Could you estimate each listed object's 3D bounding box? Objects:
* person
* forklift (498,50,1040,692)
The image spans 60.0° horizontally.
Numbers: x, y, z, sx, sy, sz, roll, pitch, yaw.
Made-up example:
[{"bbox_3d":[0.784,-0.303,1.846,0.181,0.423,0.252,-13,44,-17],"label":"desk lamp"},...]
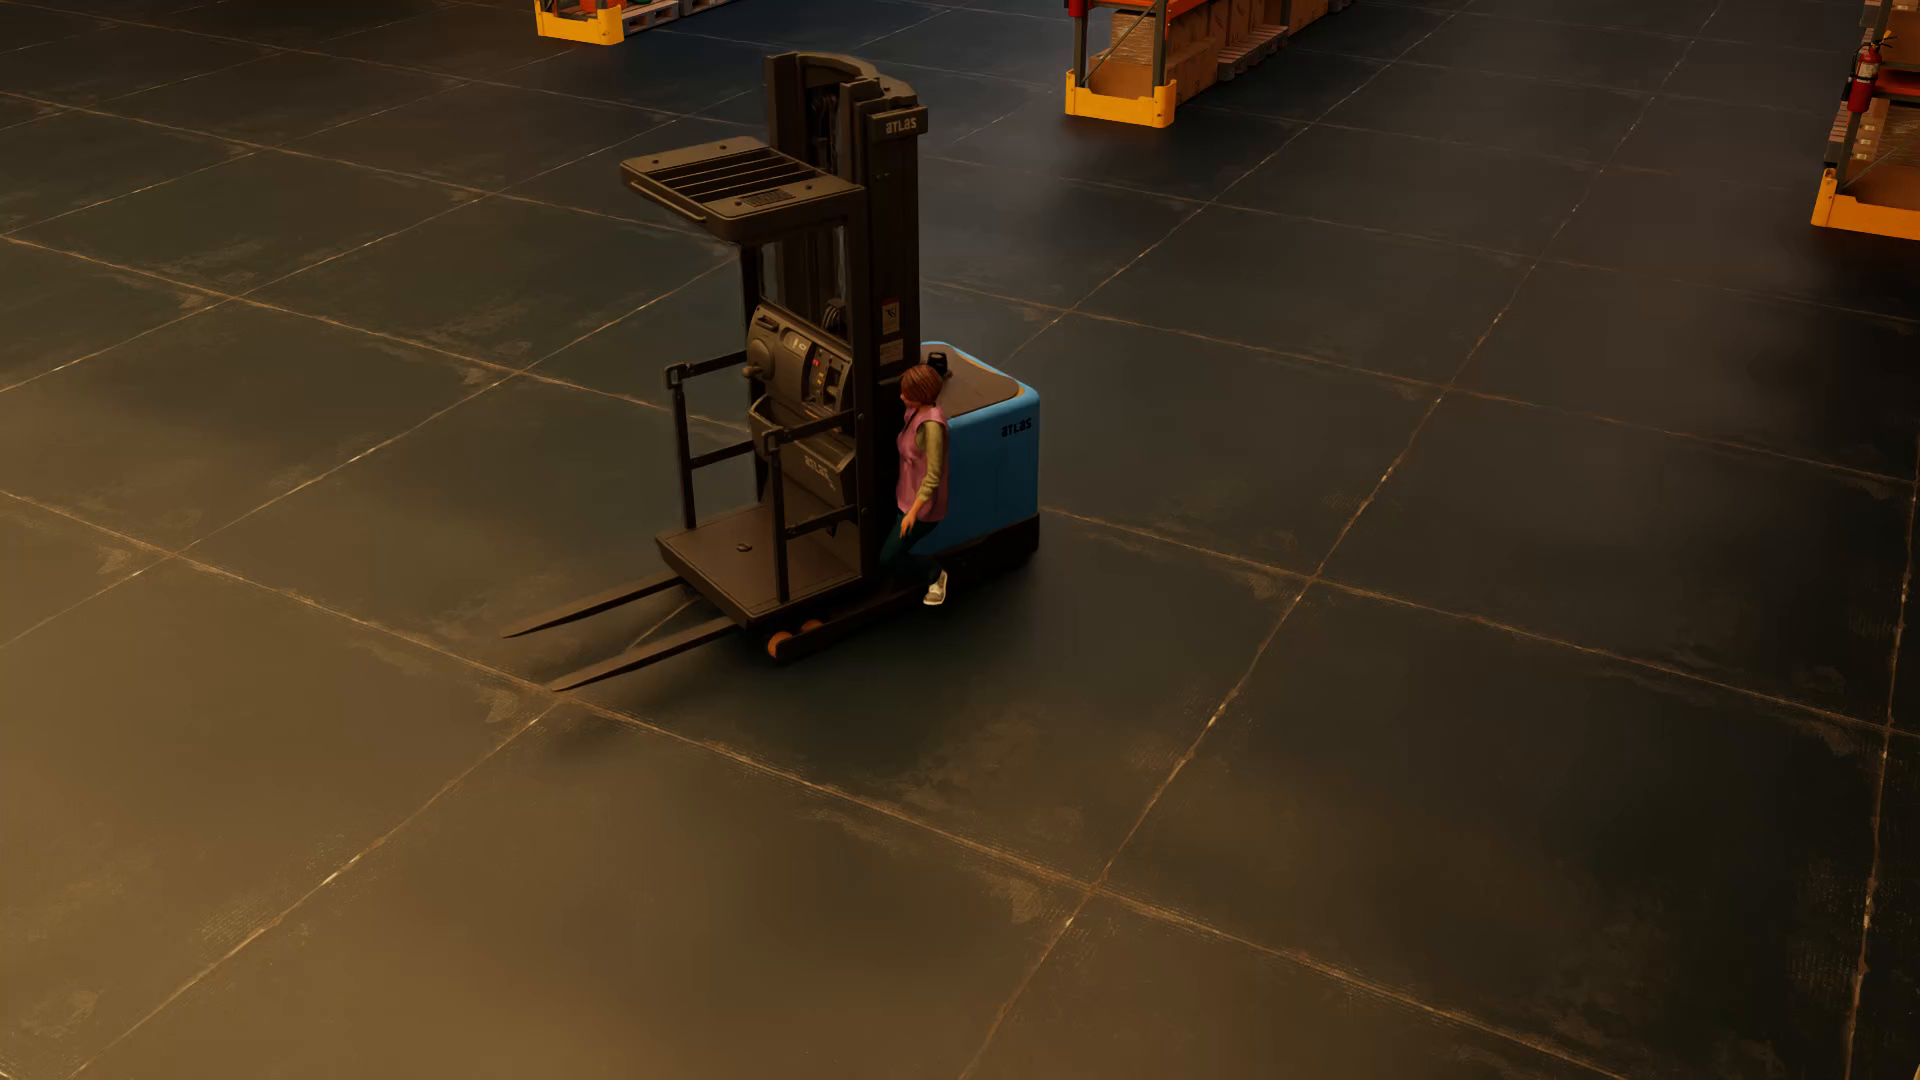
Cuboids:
[{"bbox_3d":[-0.385,-0.246,8.887,0.655,1.495,0.654,-4,30,-7],"label":"person"},{"bbox_3d":[-1.016,-0.915,8.655,3.031,2.935,1.130,-21,36,-32],"label":"forklift"}]
